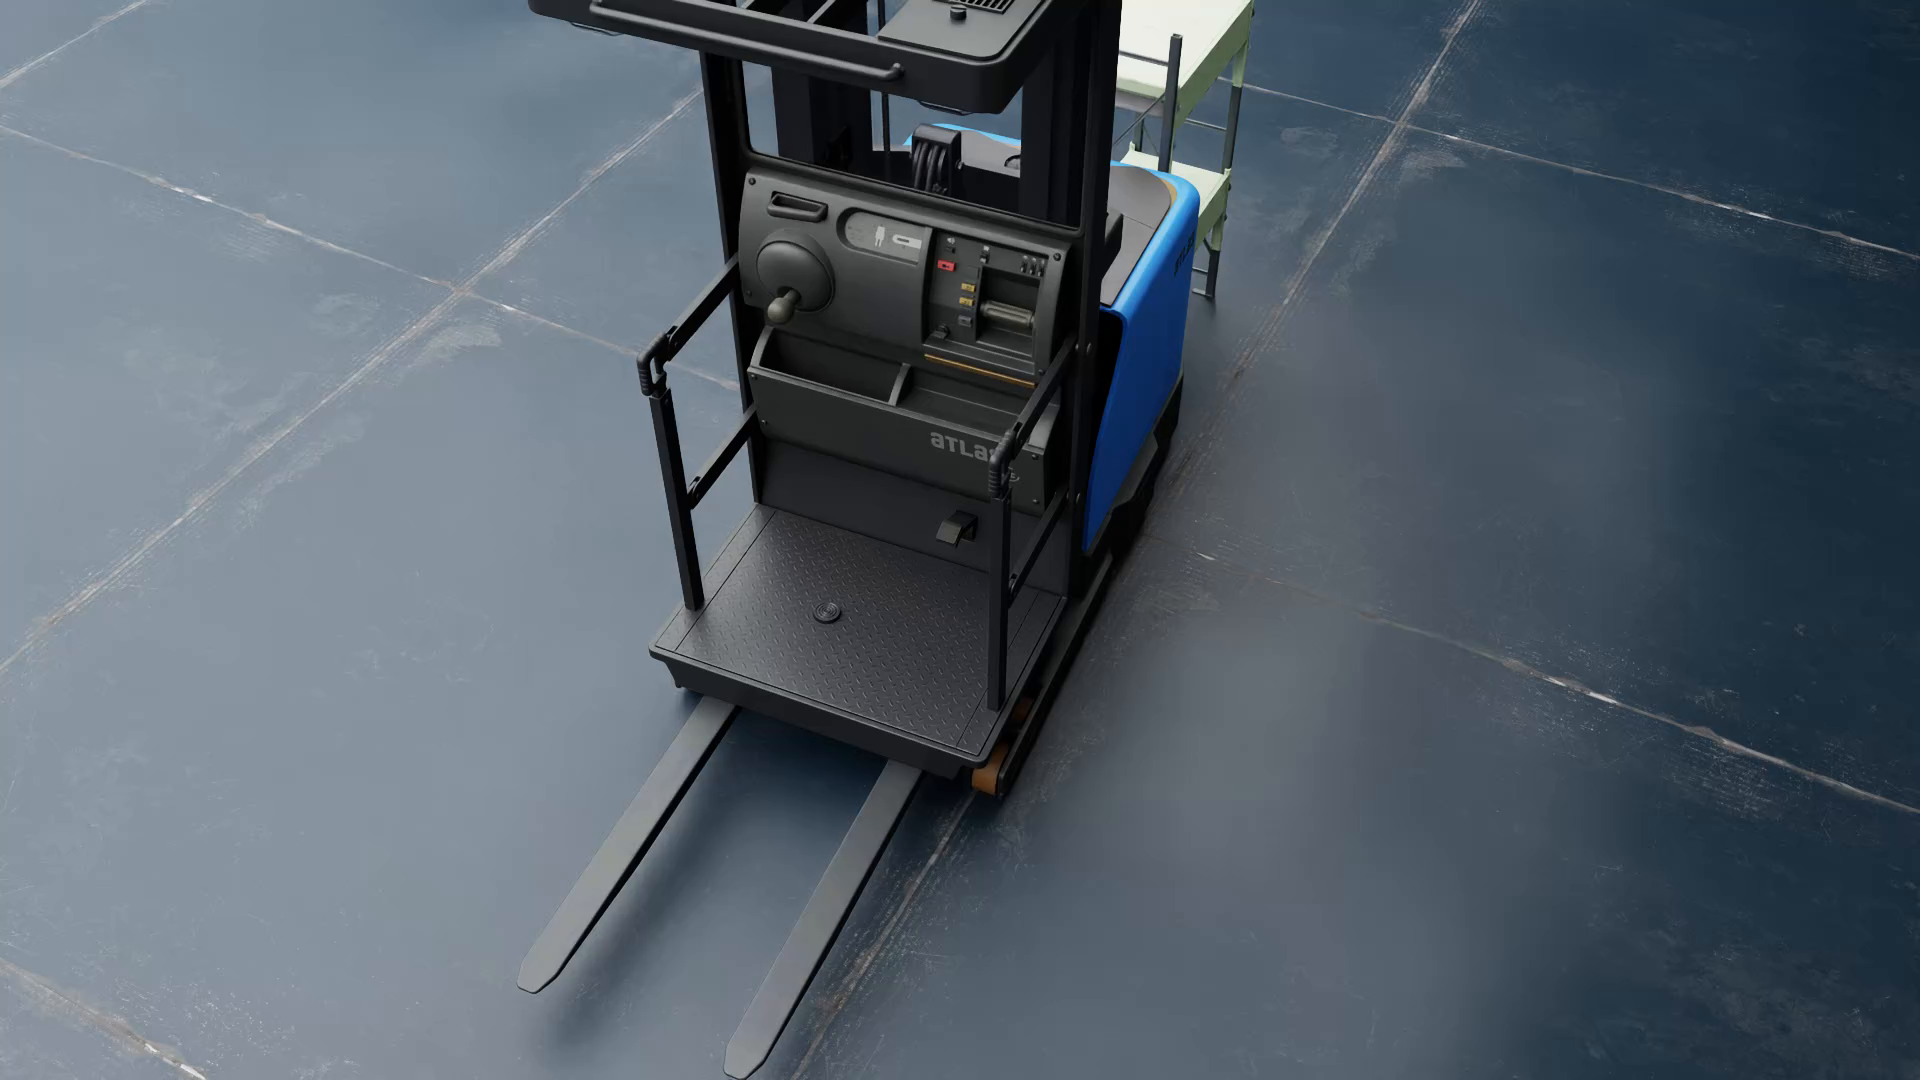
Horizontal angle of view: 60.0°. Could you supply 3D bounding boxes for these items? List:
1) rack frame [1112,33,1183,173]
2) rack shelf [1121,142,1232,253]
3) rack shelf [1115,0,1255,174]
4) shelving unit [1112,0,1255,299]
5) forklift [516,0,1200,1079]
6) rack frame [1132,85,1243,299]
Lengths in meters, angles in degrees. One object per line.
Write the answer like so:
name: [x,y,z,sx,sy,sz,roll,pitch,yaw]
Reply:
rack frame: [0.515,-1.109,5.792,0.400,1.500,0.023,20,49,19]
rack shelf: [0.681,-1.112,6.253,0.431,0.370,0.720,20,49,19]
rack shelf: [0.681,-1.616,5.744,0.431,0.370,0.720,20,49,19]
shelving unit: [0.681,-1.341,6.021,0.431,1.500,0.755,20,49,19]
forklift: [-0.247,-0.618,4.300,1.130,2.935,3.031,17,48,16]
rack frame: [0.846,-1.574,6.251,0.400,1.500,0.023,20,49,19]
